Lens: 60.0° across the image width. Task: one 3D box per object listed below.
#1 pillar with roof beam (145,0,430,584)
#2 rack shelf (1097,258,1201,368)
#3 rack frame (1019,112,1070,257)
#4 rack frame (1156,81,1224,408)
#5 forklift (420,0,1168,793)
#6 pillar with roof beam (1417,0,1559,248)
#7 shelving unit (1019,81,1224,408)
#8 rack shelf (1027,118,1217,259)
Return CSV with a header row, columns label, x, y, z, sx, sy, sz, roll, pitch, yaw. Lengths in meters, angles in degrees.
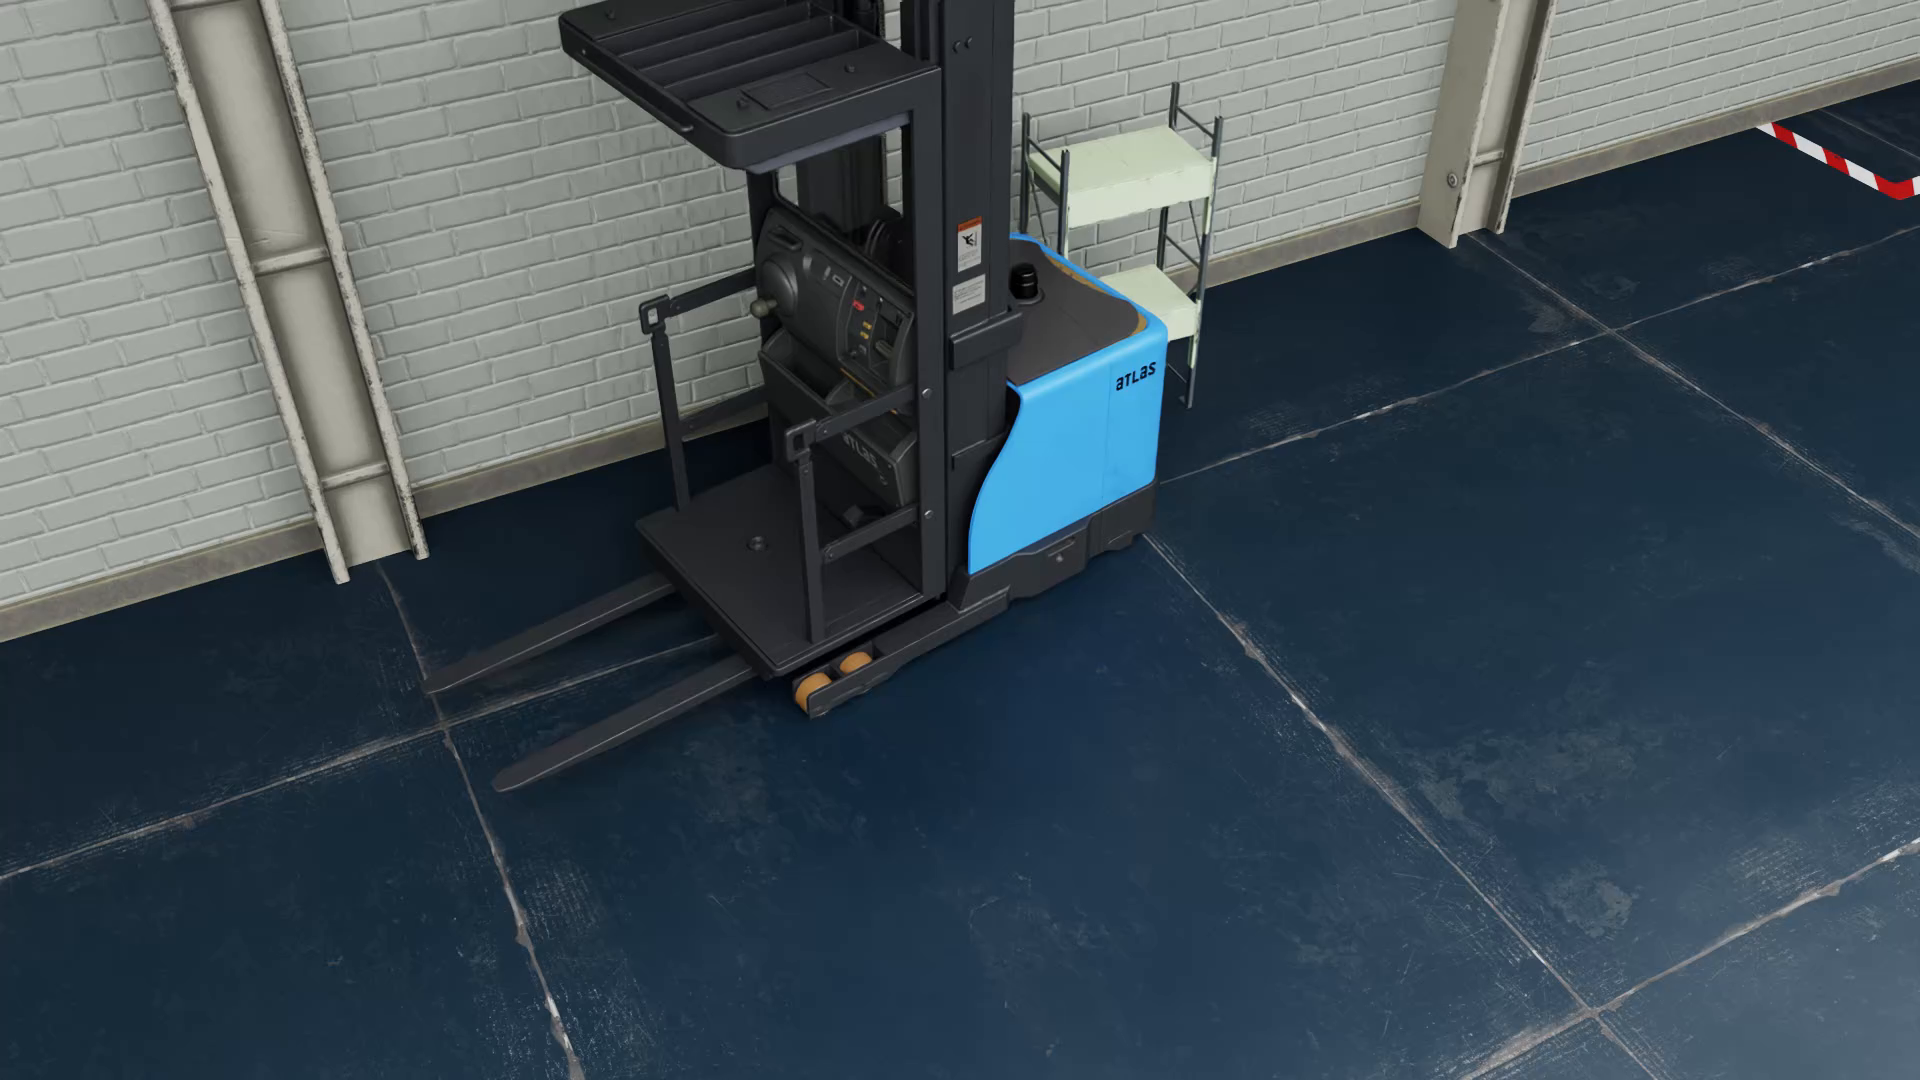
label,x,y,z,sx,sy,sz,roll,pitch,yaw
pillar with roof beam,-0.541,-0.926,1.379,0.400,9.000,9.100,-19,44,-21
rack shelf,0.691,-0.979,7.751,0.720,0.370,0.431,-16,43,-18
rack frame,0.357,-1.130,7.425,0.023,1.500,0.400,-16,43,-18
rack frame,1.024,-1.326,7.656,0.023,1.500,0.400,-16,43,-18
forklift,-0.631,-0.825,5.957,3.031,2.935,1.130,-26,47,-28
pillar with roof beam,4.780,-2.717,3.495,0.400,9.000,9.100,-19,44,-21
shelving unit,0.691,-1.228,7.540,0.755,1.500,0.431,-16,43,-18
rack shelf,0.691,-1.526,7.288,0.720,0.370,0.431,-16,43,-18
